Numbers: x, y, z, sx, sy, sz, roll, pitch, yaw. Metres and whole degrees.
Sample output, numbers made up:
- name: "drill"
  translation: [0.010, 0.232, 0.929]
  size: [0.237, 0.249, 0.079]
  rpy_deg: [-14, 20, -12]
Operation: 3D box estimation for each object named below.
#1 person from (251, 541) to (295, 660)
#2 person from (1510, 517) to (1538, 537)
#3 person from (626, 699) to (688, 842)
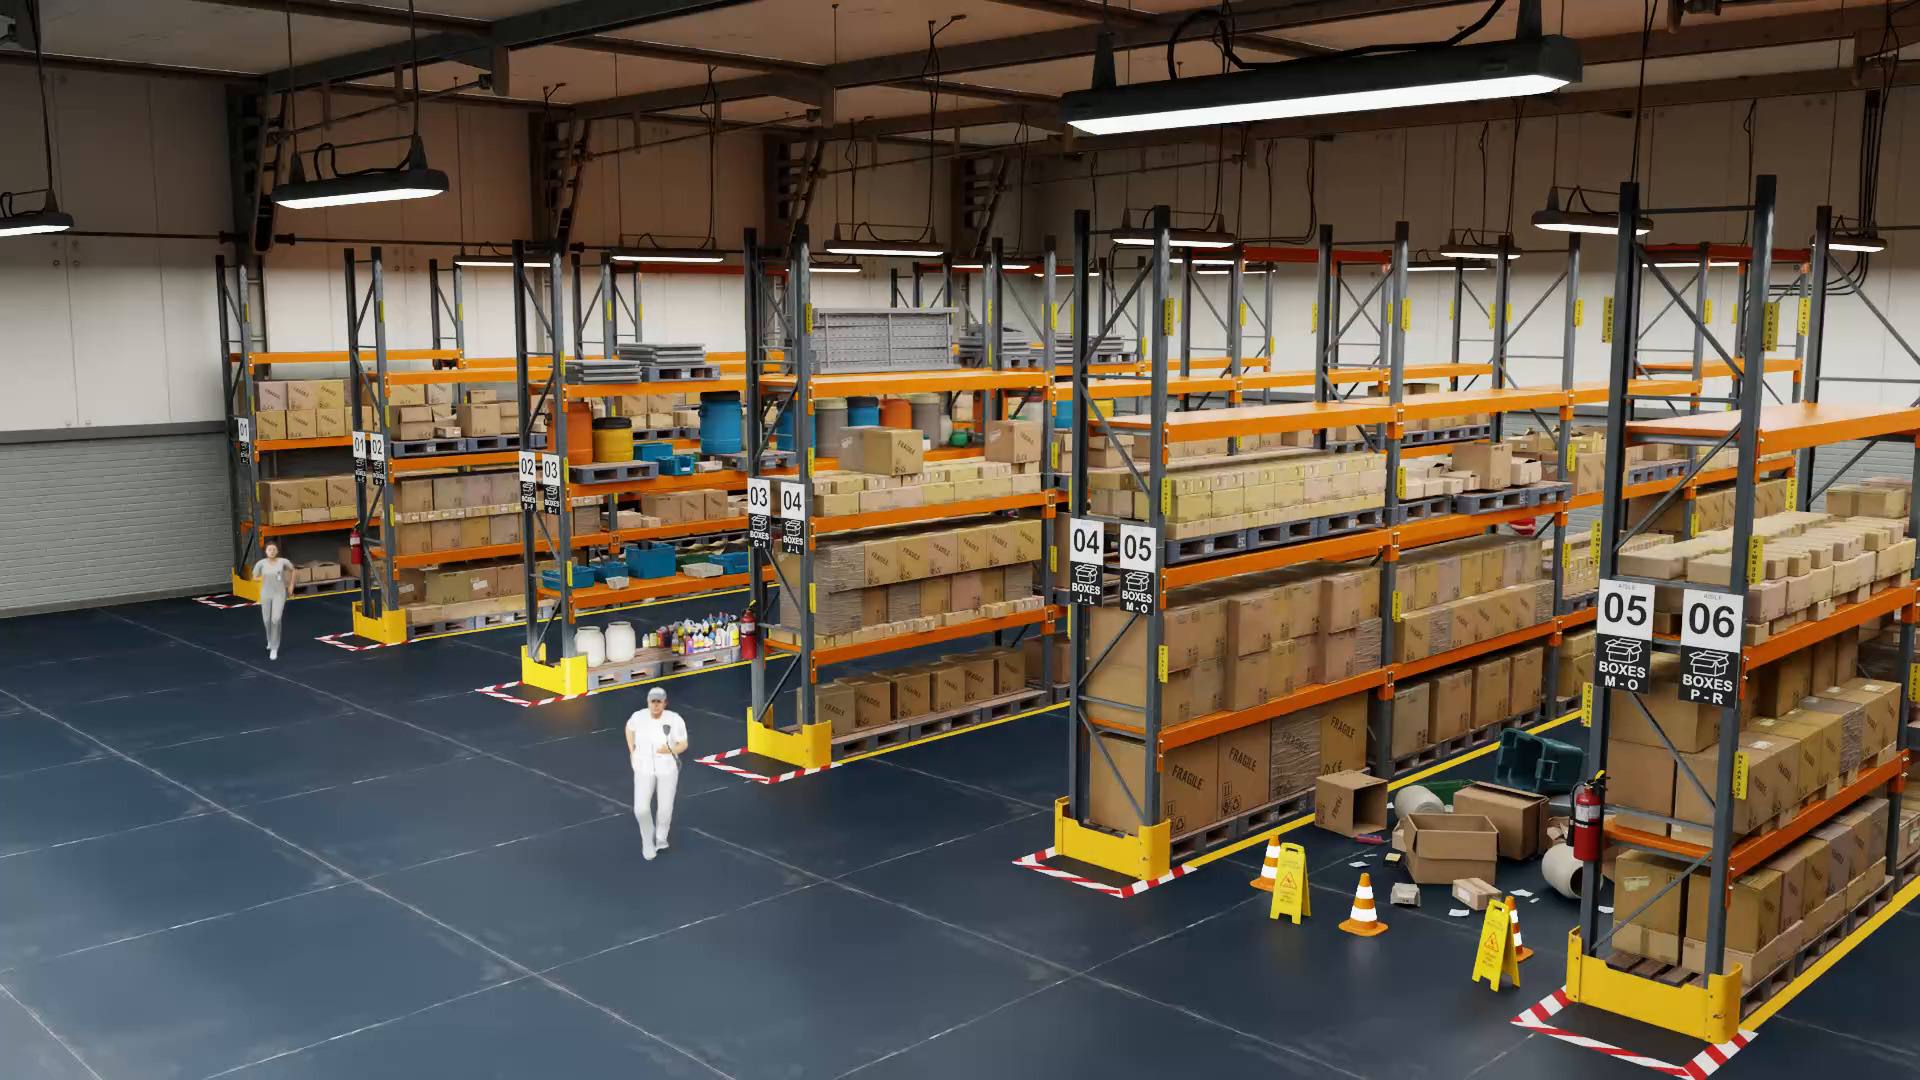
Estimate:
- name: "person"
  translation: [-10.129, 0.858, 24.558]
  size: [0.553, 1.707, 0.822]
  rpy_deg: [-1, 8, -10]
- name: "person"
  translation: [10.278, 0.049, 30.471]
  size: [0.658, 1.808, 0.795]
  rpy_deg: [-3, 9, -23]
- name: "person"
  translation: [-2.830, 2.124, 15.515]
  size: [0.588, 1.522, 0.705]
  rpy_deg: [-1, 8, -6]
